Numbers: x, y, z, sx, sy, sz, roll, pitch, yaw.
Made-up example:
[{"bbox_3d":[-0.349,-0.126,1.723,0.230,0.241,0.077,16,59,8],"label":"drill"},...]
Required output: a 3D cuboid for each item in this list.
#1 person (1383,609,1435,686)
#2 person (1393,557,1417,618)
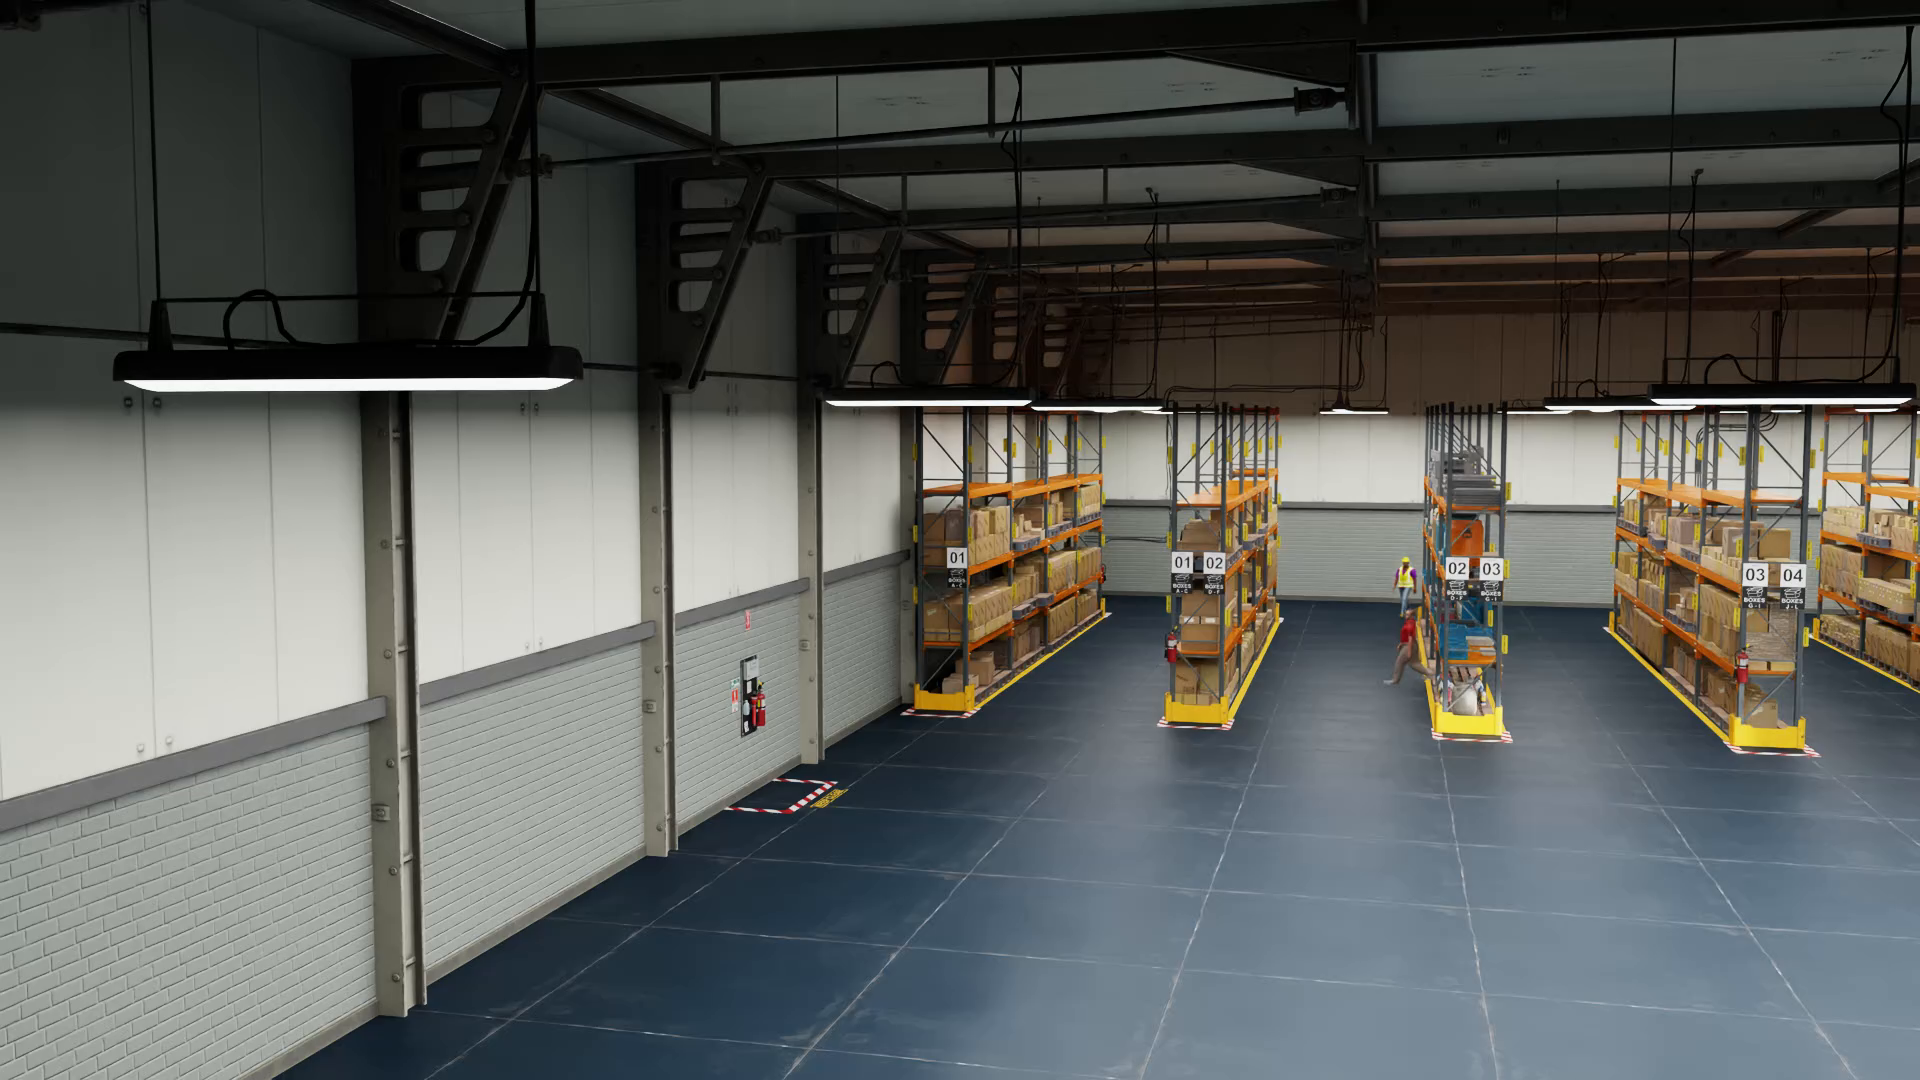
[{"bbox_3d":[9.510,2.280,35.163,1.078,1.648,0.524,2,5,25],"label":"person"},{"bbox_3d":[12.742,1.346,47.540,0.590,1.716,1.093,4,6,42],"label":"person"}]
